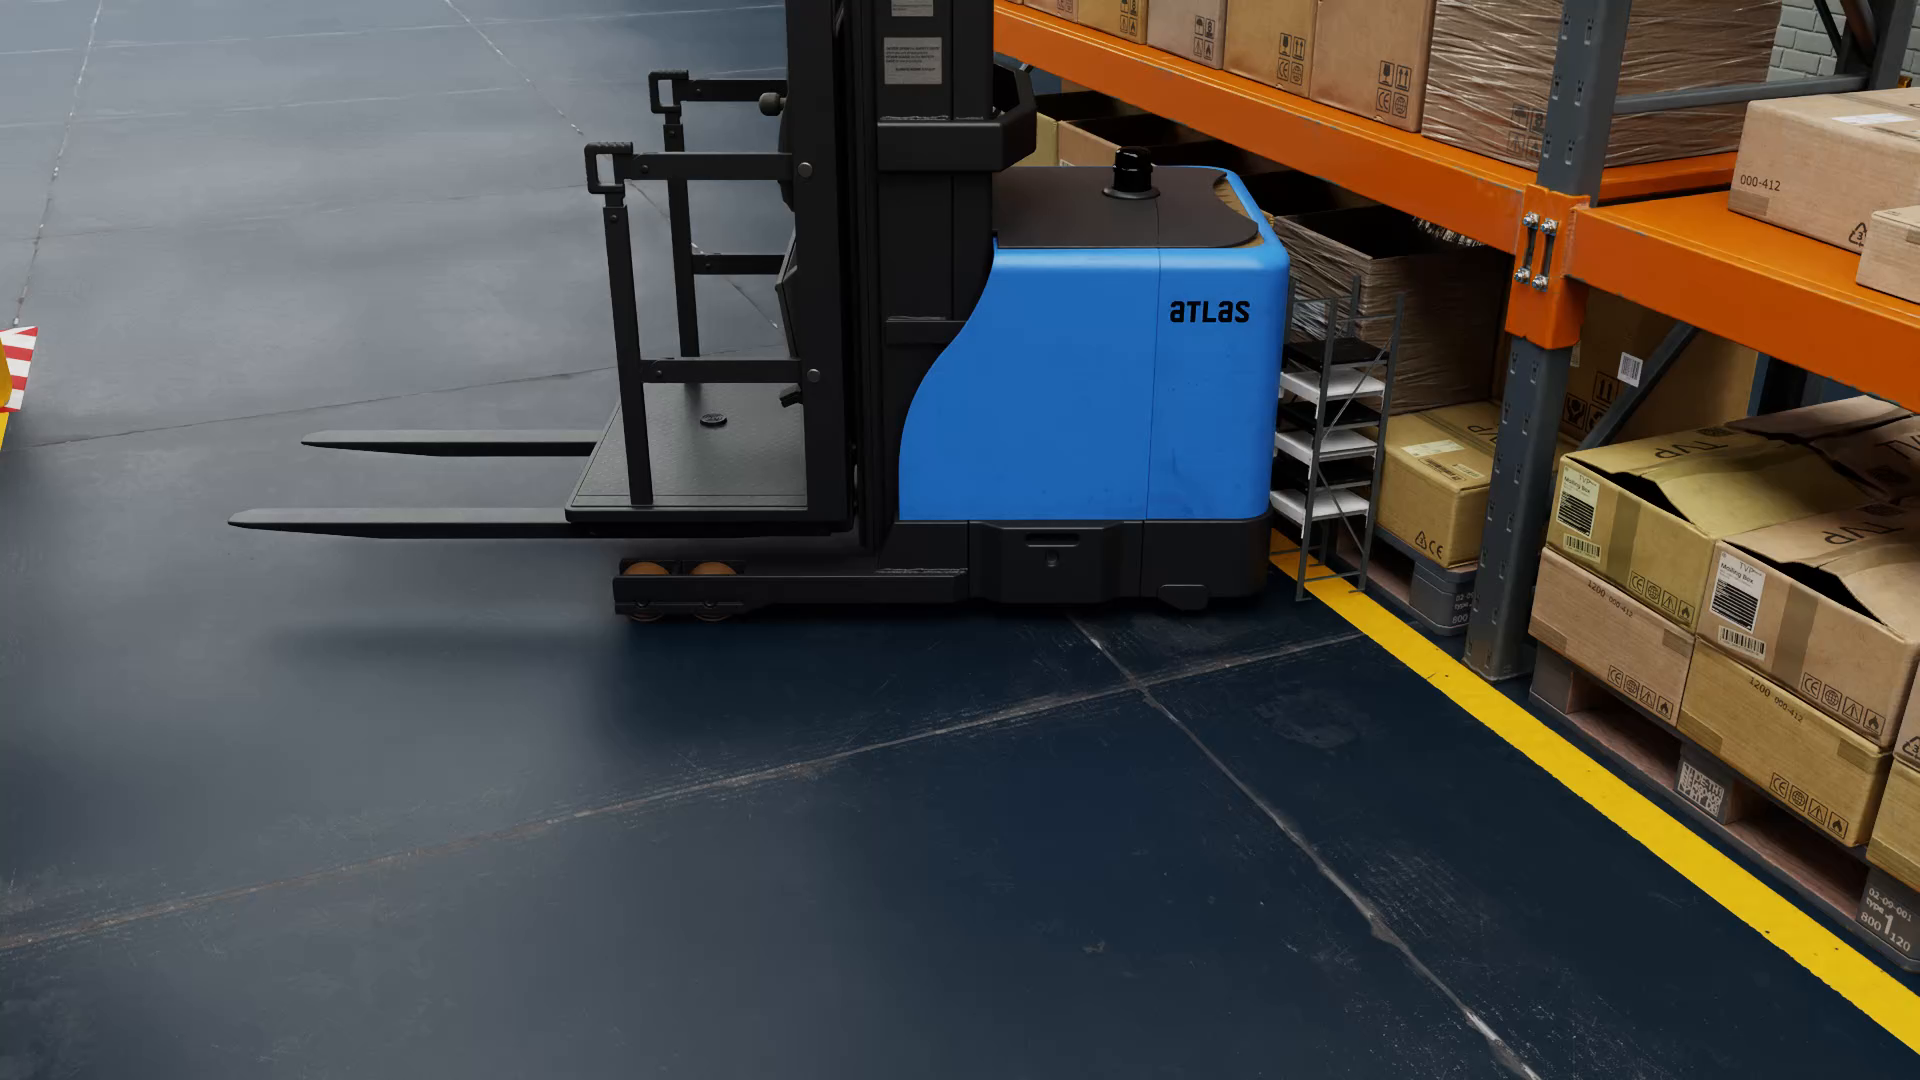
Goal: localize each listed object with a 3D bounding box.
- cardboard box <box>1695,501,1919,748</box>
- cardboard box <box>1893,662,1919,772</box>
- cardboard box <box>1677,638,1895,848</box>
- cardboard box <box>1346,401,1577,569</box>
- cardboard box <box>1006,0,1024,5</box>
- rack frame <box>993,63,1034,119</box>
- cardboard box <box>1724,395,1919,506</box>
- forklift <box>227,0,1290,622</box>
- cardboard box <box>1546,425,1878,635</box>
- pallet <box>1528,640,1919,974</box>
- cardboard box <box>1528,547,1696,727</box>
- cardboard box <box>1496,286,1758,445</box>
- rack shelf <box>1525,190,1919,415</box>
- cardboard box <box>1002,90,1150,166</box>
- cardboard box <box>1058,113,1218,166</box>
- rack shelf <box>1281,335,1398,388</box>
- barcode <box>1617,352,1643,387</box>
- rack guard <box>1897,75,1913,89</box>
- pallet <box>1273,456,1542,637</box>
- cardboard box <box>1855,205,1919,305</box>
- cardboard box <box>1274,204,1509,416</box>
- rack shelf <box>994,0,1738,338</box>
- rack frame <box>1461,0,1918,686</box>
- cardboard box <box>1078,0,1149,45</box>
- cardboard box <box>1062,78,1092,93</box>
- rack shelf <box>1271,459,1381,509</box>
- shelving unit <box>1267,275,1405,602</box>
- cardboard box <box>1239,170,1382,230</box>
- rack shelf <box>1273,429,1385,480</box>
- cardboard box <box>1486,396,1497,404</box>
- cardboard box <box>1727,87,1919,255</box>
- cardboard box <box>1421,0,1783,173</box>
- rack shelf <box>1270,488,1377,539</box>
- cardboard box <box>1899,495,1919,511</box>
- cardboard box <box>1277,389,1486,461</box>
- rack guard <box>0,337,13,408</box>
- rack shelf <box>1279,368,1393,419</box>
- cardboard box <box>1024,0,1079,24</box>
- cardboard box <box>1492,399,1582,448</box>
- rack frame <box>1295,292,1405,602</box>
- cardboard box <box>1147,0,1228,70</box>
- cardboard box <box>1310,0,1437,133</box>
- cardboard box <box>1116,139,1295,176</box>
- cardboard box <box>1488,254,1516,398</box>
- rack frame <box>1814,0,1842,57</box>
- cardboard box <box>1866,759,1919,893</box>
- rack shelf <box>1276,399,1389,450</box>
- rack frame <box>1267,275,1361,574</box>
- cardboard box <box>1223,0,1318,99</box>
[{"bbox_3d":[1.980,0.138,3.564,0.500,0.311,0.500,-11,28,-21],"label":"cardboard box"},{"bbox_3d":[2.184,0.347,3.137,0.500,0.311,0.500,-12,28,-22],"label":"cardboard box"},{"bbox_3d":[1.986,0.390,3.688,0.500,0.250,0.500,-10,28,-19],"label":"cardboard box"},{"bbox_3d":[1.474,-0.172,4.839,0.500,0.250,0.500,-11,28,-21],"label":"cardboard box"},{"bbox_3d":[0.461,-2.538,6.916,0.700,0.500,0.500,-11,28,-21],"label":"cardboard box"},{"bbox_3d":[0.290,-2.684,7.328,1.000,3.000,0.127,-11,28,-21],"label":"rack frame"},{"bbox_3d":[2.279,-0.160,4.175,0.500,0.311,0.500,-11,28,-21],"label":"cardboard box"},{"bbox_3d":[-0.625,-1.316,4.605,3.031,2.935,1.130,0,26,0],"label":"forklift"},{"bbox_3d":[1.789,-0.065,3.980,0.500,0.311,0.500,-10,28,-20],"label":"cardboard box"},{"bbox_3d":[2.181,0.475,4.037,1.003,0.211,1.213,-11,28,-21],"label":"pallet"},{"bbox_3d":[1.787,0.183,4.111,0.500,0.250,0.500,-11,28,-22],"label":"cardboard box"},{"bbox_3d":[1.963,-0.600,4.861,0.500,0.500,0.500,-11,28,-21],"label":"cardboard box"},{"bbox_3d":[2.640,0.061,2.525,1.077,0.370,4.000,-11,28,-21],"label":"rack shelf"},{"bbox_3d":[0.493,-1.518,6.741,0.500,0.500,0.500,-11,28,-21],"label":"cardboard box"},{"bbox_3d":[0.701,-1.318,6.332,0.500,0.500,0.500,-11,28,-21],"label":"cardboard box"},{"bbox_3d":[1.065,-0.506,4.694,0.258,0.077,0.200,-8,25,-22],"label":"rack shelf"},{"bbox_3d":[1.573,-0.401,3.905,0.001,0.075,0.075,-11,28,-21],"label":"barcode"},{"bbox_3d":[4.876,-2.383,9.560,1.175,0.500,0.348,-11,28,-21],"label":"rack guard"},{"bbox_3d":[1.584,-0.144,5.305,1.003,0.211,1.213,-11,28,-21],"label":"pallet"},{"bbox_3d":[2.016,-0.563,3.272,0.380,0.149,0.250,-11,28,-21],"label":"cardboard box"},{"bbox_3d":[1.289,-0.713,5.092,0.500,0.500,0.500,-11,28,-21],"label":"cardboard box"},{"bbox_3d":[1.073,-1.553,5.833,1.077,0.370,4.000,-11,28,-21],"label":"rack shelf"},{"bbox_3d":[1.857,-1.069,4.021,1.000,3.000,0.127,-11,28,-21],"label":"rack frame"},{"bbox_3d":[0.860,-2.126,6.071,0.700,0.500,0.500,-10,28,-20],"label":"cardboard box"},{"bbox_3d":[0.774,-1.809,7.336,0.500,0.500,0.500,-11,28,-21],"label":"cardboard box"},{"bbox_3d":[1.054,-0.174,4.833,0.258,0.077,0.200,-8,25,-22],"label":"rack shelf"},{"bbox_3d":[1.058,-0.288,4.786,0.258,0.900,0.210,-8,25,-22],"label":"shelving unit"},{"bbox_3d":[1.090,-0.914,5.504,0.500,0.500,0.500,-11,28,-21],"label":"cardboard box"},{"bbox_3d":[1.057,-0.257,4.798,0.258,0.077,0.200,-8,25,-22],"label":"rack shelf"},{"bbox_3d":[1.763,-0.464,5.438,0.500,0.250,0.500,-11,28,-21],"label":"cardboard box"},{"bbox_3d":[2.090,-0.811,3.662,0.500,0.250,0.500,-9,27,-17],"label":"cardboard box"},{"bbox_3d":[1.677,-1.292,4.364,0.700,0.500,0.500,-11,28,-22],"label":"cardboard box"},{"bbox_3d":[1.051,-0.091,4.868,0.258,0.077,0.200,-8,25,-22],"label":"rack shelf"},{"bbox_3d":[2.489,0.049,3.747,0.500,0.311,0.500,-10,28,-19],"label":"cardboard box"},{"bbox_3d":[1.287,-0.376,5.256,0.500,0.250,0.500,-11,28,-21],"label":"cardboard box"},{"bbox_3d":[-4.196,-0.689,6.091,1.175,0.500,0.348,-11,28,-21],"label":"rack guard"},{"bbox_3d":[1.063,-0.423,4.729,0.258,0.077,0.200,-8,25,-22],"label":"rack shelf"},{"bbox_3d":[0.671,-2.327,6.483,0.700,0.500,0.500,-10,28,-19],"label":"cardboard box"},{"bbox_3d":[1.954,-0.262,5.022,0.500,0.250,0.500,-11,28,-21],"label":"cardboard box"},{"bbox_3d":[1.098,-0.251,4.700,0.240,0.900,0.006,-8,25,-22],"label":"rack frame"},{"bbox_3d":[1.070,-1.914,5.637,0.700,0.500,0.500,-10,28,-19],"label":"cardboard box"},{"bbox_3d":[1.465,-1.504,4.798,0.700,0.500,0.500,-11,28,-21],"label":"cardboard box"},{"bbox_3d":[0.880,-1.113,5.912,0.500,0.500,0.500,-11,28,-21],"label":"cardboard box"},{"bbox_3d":[1.760,-0.801,5.272,0.500,0.500,0.500,-11,28,-21],"label":"cardboard box"},{"bbox_3d":[4.847,-3.537,9.075,1.000,3.000,0.127,-11,28,-21],"label":"rack frame"},{"bbox_3d":[2.191,0.598,3.261,0.500,0.250,0.500,-11,28,-22],"label":"cardboard box"},{"bbox_3d":[1.060,-0.340,4.764,0.258,0.077,0.200,-8,25,-22],"label":"rack shelf"},{"bbox_3d":[1.018,-0.325,4.871,0.240,0.900,0.006,-8,25,-22],"label":"rack frame"},{"bbox_3d":[1.272,-1.707,5.214,0.700,0.500,0.500,-10,28,-20],"label":"cardboard box"}]
